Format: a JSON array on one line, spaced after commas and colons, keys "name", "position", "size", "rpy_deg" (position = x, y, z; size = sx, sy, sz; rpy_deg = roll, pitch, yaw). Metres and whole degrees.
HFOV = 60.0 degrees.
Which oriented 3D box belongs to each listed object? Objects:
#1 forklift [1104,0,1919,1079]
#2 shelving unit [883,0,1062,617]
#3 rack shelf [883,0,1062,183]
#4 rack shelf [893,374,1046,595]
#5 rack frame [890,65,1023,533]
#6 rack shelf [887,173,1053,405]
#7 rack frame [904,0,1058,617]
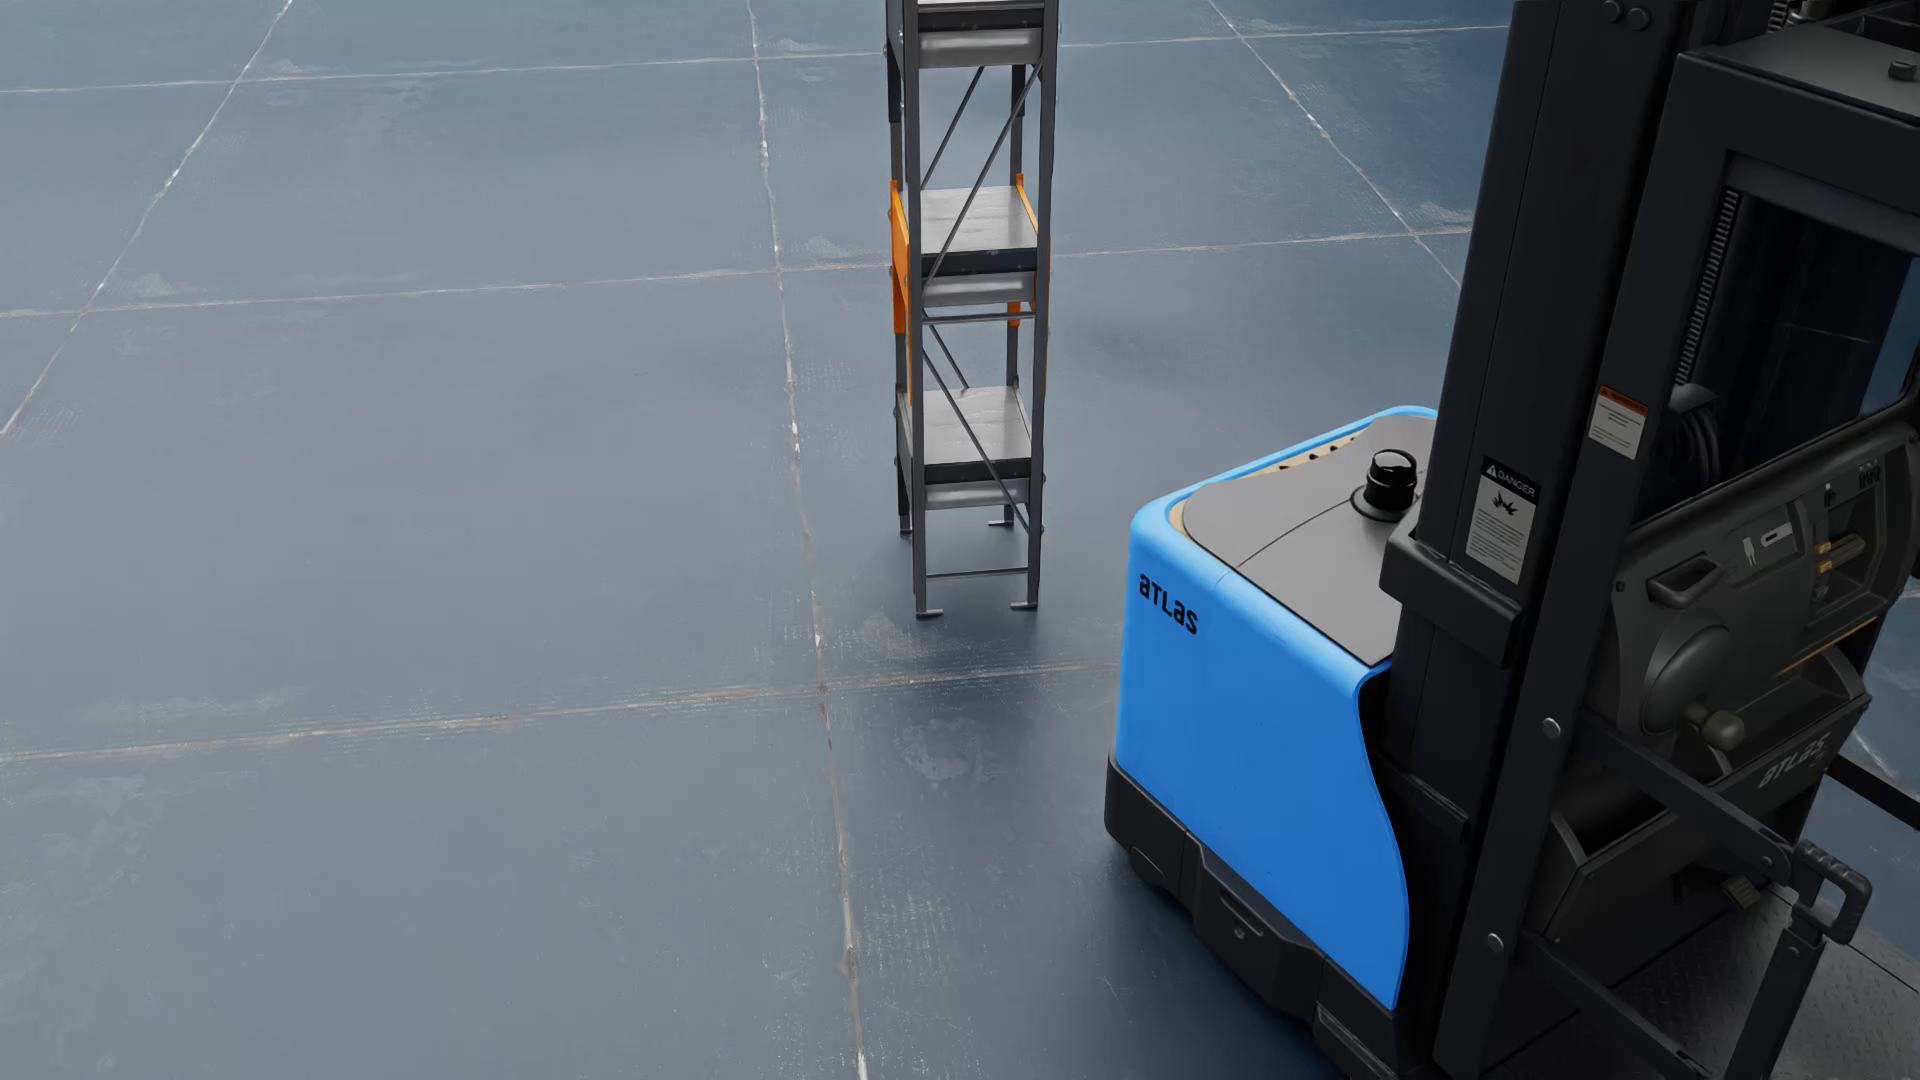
[{"name": "forklift", "position": [1.627, 0.139, 2.944], "size": [1.130, 2.935, 3.031], "rpy_deg": [-21, 39, -27]}, {"name": "shelving unit", "position": [0.022, -0.775, 5.023], "size": [0.431, 2.100, 0.503], "rpy_deg": [-4, 35, -6]}, {"name": "rack shelf", "position": [0.022, -1.342, 4.637], "size": [0.431, 0.518, 0.480], "rpy_deg": [-4, 35, -6]}, {"name": "rack shelf", "position": [0.022, -0.186, 5.425], "size": [0.431, 0.518, 0.480], "rpy_deg": [-4, 35, -6]}, {"name": "rack frame", "position": [-0.011, -0.911, 5.223], "size": [0.400, 2.100, 0.015], "rpy_deg": [-4, 35, -6]}, {"name": "rack shelf", "position": [0.022, -0.764, 5.031], "size": [0.431, 0.518, 0.480], "rpy_deg": [-4, 35, -6]}, {"name": "rack frame", "position": [0.055, -0.639, 4.823], "size": [0.400, 2.100, 0.015], "rpy_deg": [-4, 35, -6]}]
